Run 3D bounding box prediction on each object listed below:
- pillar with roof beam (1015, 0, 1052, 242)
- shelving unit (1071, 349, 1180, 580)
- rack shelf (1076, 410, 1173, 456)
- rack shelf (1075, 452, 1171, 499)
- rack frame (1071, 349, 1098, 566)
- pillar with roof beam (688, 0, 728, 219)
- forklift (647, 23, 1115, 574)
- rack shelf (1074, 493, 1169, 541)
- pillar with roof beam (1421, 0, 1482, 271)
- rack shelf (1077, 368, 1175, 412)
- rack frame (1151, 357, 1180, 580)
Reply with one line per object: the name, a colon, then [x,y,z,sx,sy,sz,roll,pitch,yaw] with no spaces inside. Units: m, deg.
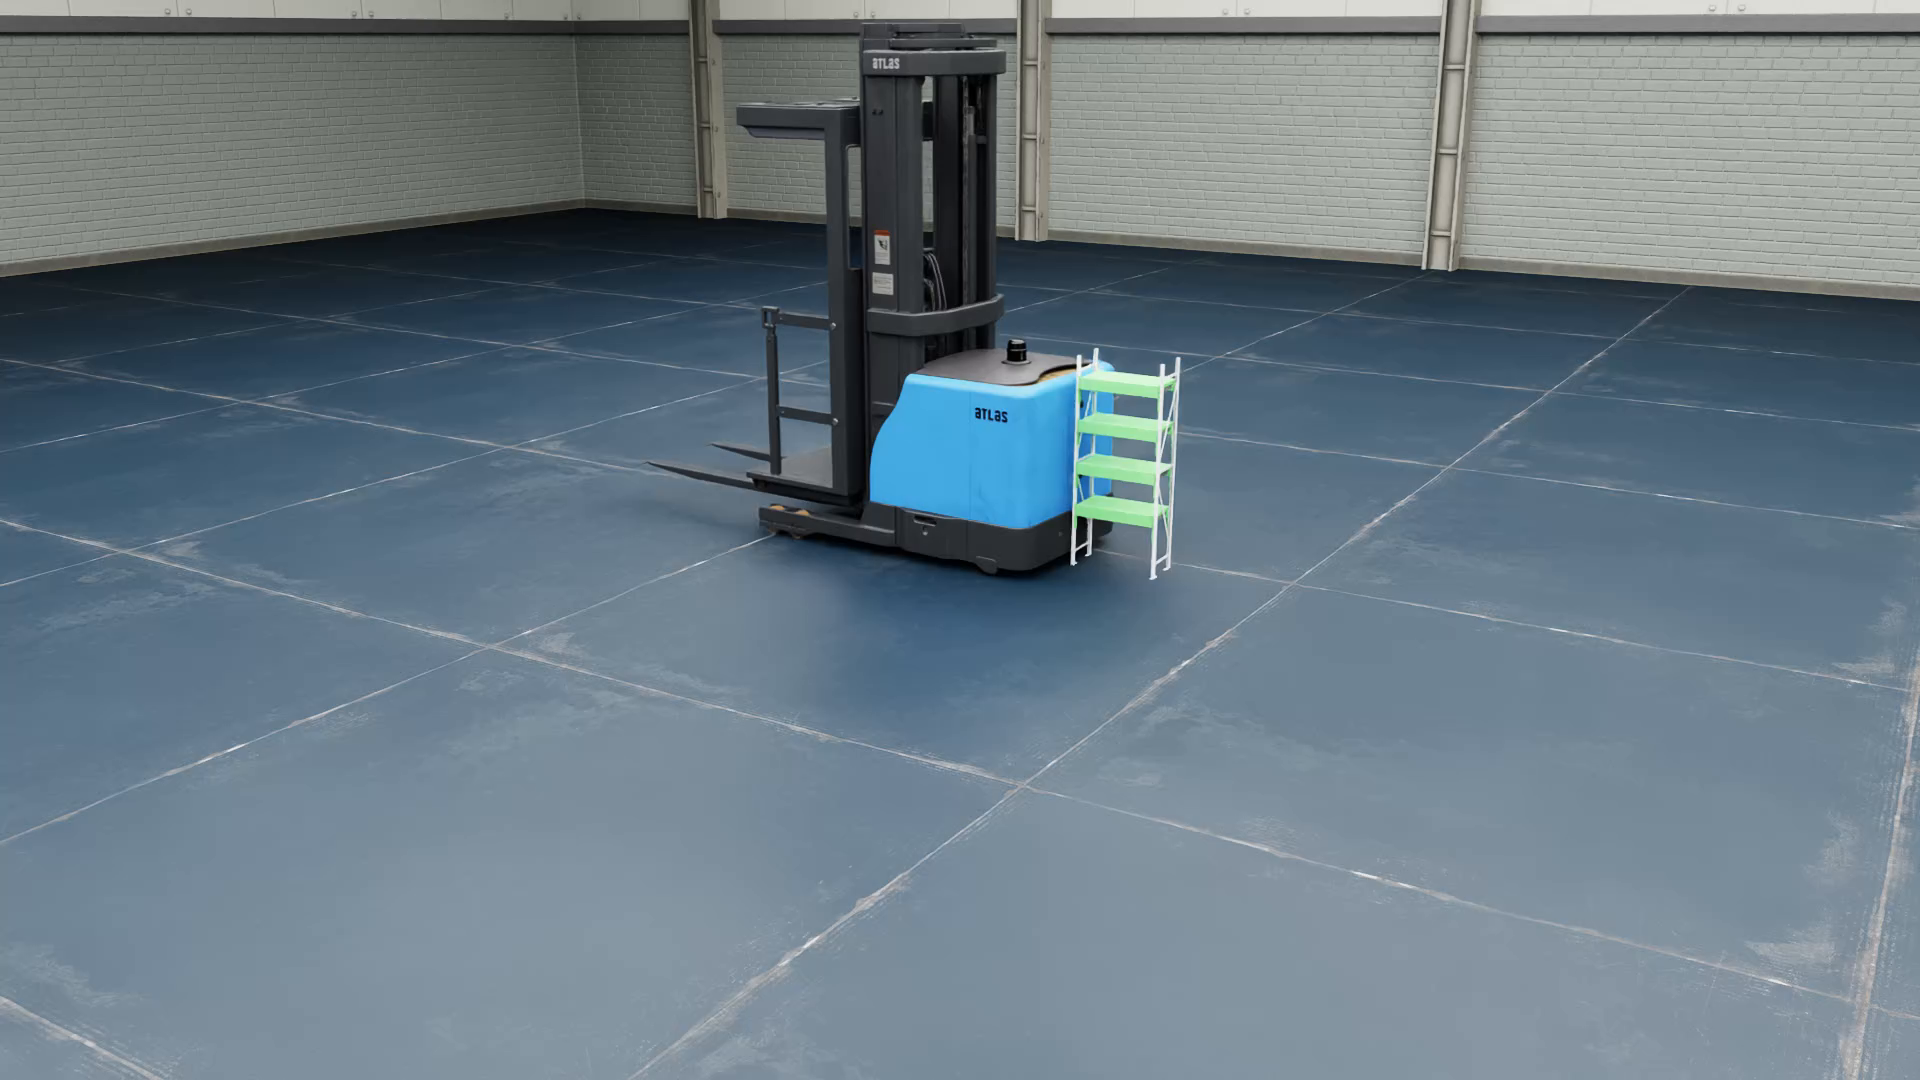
pillar with roof beam: [-1.203,-7.635,19.532,0.400,9.000,9.100,10,20,30]
shelving unit: [0.909,-0.421,9.195,0.503,1.200,0.258,10,19,28]
rack shelf: [0.911,-0.590,9.143,0.480,0.148,0.258,10,19,28]
rack shelf: [0.909,-0.360,9.214,0.480,0.148,0.258,10,19,28]
rack frame: [0.696,-0.458,9.308,0.015,1.200,0.240,10,19,28]
pillar with roof beam: [-6.316,-8.547,22.537,0.400,9.000,9.100,10,20,30]
forklift: [-0.600,-1.527,9.866,3.031,2.935,1.130,11,20,33]
rack shelf: [0.906,-0.131,9.284,0.480,0.148,0.258,10,19,28]
pillar with roof beam: [3.909,-6.722,16.528,0.400,9.000,9.100,10,20,30]
rack shelf: [0.913,-0.819,9.072,0.480,0.148,0.258,10,19,28]
rack frame: [1.122,-0.385,9.082,0.015,1.200,0.240,10,19,28]
